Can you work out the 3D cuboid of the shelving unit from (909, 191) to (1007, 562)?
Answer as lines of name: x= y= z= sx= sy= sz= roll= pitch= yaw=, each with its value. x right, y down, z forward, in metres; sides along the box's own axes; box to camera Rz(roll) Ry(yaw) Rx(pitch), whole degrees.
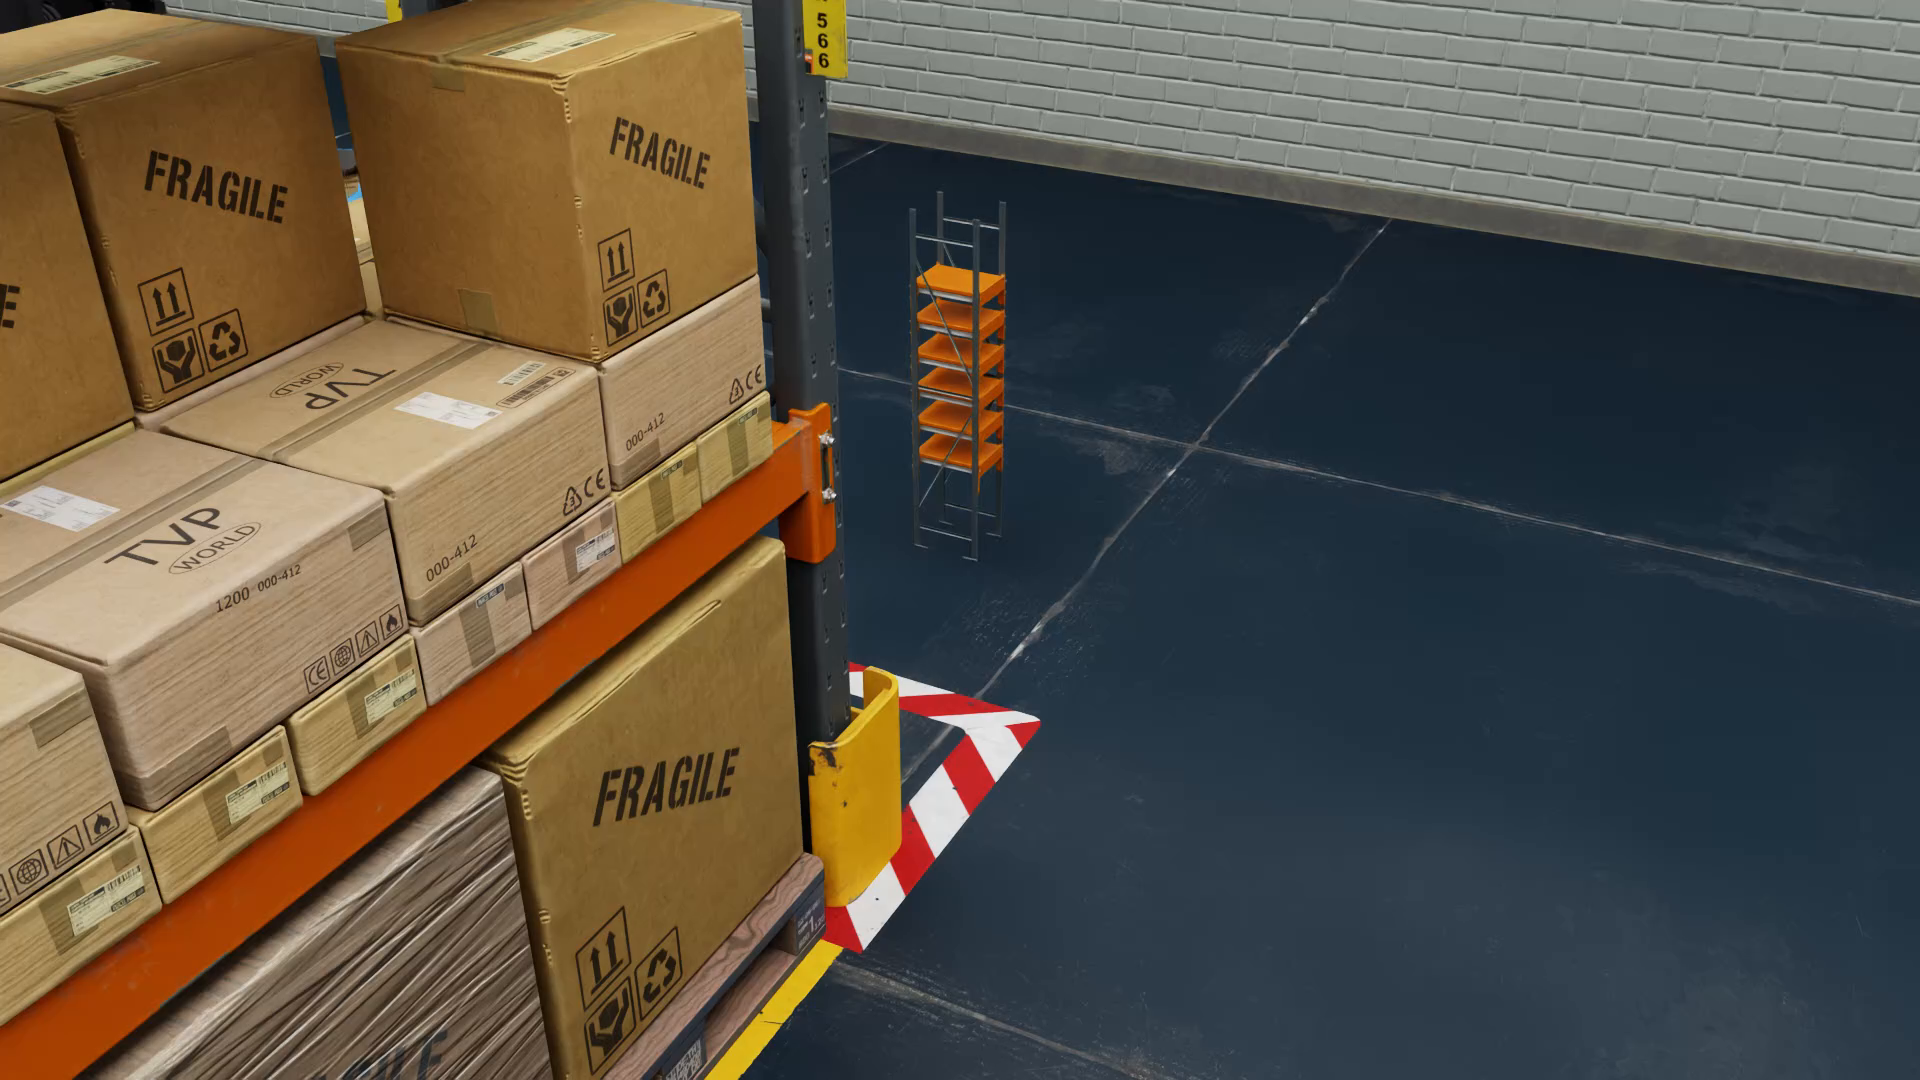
shelving unit: x=-0.007 y=-0.514 z=5.440 sx=0.258 sy=1.200 sz=0.189 roll=14 pitch=33 yaw=23

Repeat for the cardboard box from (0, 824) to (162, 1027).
cardboard box: x=-1.305 y=0.449 z=2.207 sx=0.380 sy=0.149 sz=0.250 roll=15 pitch=33 yaw=24

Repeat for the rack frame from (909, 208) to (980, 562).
rack frame: x=-0.048 y=-0.473 z=5.369 sx=0.240 sy=1.200 sz=0.006 roll=14 pitch=33 yaw=23

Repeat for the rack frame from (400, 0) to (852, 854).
rack frame: x=-0.739 y=-0.570 z=3.730 sx=1.000 sy=3.000 sz=0.127 roll=14 pitch=33 yaw=23

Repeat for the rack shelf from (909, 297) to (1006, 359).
rack shelf: x=-0.007 y=-0.683 z=5.343 sx=0.258 sy=0.103 sz=0.180 roll=14 pitch=33 yaw=23

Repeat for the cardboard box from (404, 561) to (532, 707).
cardboard box: x=-0.956 y=0.109 z=2.800 sx=0.380 sy=0.149 sz=0.250 roll=15 pitch=33 yaw=24

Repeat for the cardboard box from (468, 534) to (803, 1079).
cardboard box: x=-0.960 y=0.471 z=3.629 sx=0.875 sy=0.875 sz=0.875 roll=14 pitch=33 yaw=23

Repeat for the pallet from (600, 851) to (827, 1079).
pallet: x=-1.034 y=1.012 z=3.776 sx=1.003 sy=0.211 sz=1.213 roll=14 pitch=33 yaw=23

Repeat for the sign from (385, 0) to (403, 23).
sign: x=-1.231 y=-1.108 z=3.718 sx=0.100 sy=0.325 sz=0.005 roll=14 pitch=33 yaw=23

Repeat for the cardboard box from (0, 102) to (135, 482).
cardboard box: x=-1.657 y=-0.355 z=2.454 sx=0.500 sy=0.500 sz=0.500 roll=13 pitch=32 yaw=22

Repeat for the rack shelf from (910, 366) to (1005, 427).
rack shelf: x=-0.007 y=-0.475 z=5.462 sx=0.258 sy=0.103 sz=0.180 roll=14 pitch=33 yaw=23

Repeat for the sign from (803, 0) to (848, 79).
sign: x=-0.262 y=-1.045 z=3.157 sx=0.100 sy=0.325 sz=0.005 roll=14 pitch=33 yaw=23

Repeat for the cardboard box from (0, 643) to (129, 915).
cardboard box: x=-1.421 y=0.324 z=2.026 sx=0.500 sy=0.250 sz=0.500 roll=14 pitch=33 yaw=23

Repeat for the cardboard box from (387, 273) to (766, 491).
cardboard box: x=-0.724 y=-0.359 z=3.214 sx=0.500 sy=0.250 sz=0.500 roll=14 pitch=33 yaw=23

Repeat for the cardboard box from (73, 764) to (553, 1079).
cardboard box: x=-1.374 y=0.875 z=2.926 sx=0.875 sy=0.875 sz=0.875 roll=14 pitch=33 yaw=23

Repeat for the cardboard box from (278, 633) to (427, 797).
cardboard box: x=-1.072 y=0.225 z=2.598 sx=0.380 sy=0.149 sz=0.250 roll=14 pitch=33 yaw=22

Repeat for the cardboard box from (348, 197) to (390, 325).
cardboard box: x=-1.198 y=-0.482 z=3.429 sx=0.500 sy=0.250 sz=0.500 roll=13 pitch=32 yaw=22

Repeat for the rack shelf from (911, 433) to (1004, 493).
rack shelf: x=-0.007 y=-0.267 z=5.582 sx=0.258 sy=0.103 sz=0.180 roll=14 pitch=33 yaw=23

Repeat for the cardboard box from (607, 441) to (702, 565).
cardboard box: x=-0.725 y=-0.113 z=3.186 sx=0.380 sy=0.149 sz=0.250 roll=15 pitch=33 yaw=24

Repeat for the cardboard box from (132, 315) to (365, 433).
cardboard box: x=-1.429 y=-0.250 z=3.025 sx=0.500 sy=0.250 sz=0.500 roll=14 pitch=33 yaw=23

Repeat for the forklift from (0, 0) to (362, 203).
forklift: x=-3.498 y=-1.572 z=5.544 sx=3.031 sy=2.935 sz=1.130 roll=2 pitch=30 yaw=3

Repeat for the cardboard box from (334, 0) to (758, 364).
cardboard box: x=-0.727 y=-0.683 z=3.026 sx=0.500 sy=0.500 sz=0.500 roll=15 pitch=33 yaw=24

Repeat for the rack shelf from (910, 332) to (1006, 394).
rack shelf: x=-0.007 y=-0.579 z=5.402 sx=0.258 sy=0.103 sz=0.180 roll=14 pitch=33 yaw=23

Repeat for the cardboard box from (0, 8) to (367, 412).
cardboard box: x=-1.426 y=-0.586 z=2.857 sx=0.500 sy=0.500 sz=0.500 roll=13 pitch=33 yaw=22

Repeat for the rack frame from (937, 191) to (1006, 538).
rack frame: x=0.035 y=-0.554 z=5.511 sx=0.240 sy=1.200 sz=0.006 roll=14 pitch=33 yaw=23

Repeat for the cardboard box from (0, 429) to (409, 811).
cardboard box: x=-1.187 y=0.092 z=2.430 sx=0.500 sy=0.250 sz=0.500 roll=13 pitch=32 yaw=22

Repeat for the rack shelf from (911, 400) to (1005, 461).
rack shelf: x=-0.007 y=-0.371 z=5.522 sx=0.258 sy=0.103 sz=0.180 roll=14 pitch=33 yaw=23

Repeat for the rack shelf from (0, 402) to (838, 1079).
rack shelf: x=-1.650 y=0.629 z=2.365 sx=1.077 sy=0.370 sz=4.000 roll=14 pitch=33 yaw=23

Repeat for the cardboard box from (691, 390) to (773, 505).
cardboard box: x=-0.608 y=-0.228 z=3.387 sx=0.380 sy=0.149 sz=0.250 roll=15 pitch=33 yaw=24

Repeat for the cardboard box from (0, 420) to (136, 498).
cardboard box: x=-1.661 y=-0.028 z=2.639 sx=0.500 sy=0.250 sz=0.500 roll=13 pitch=32 yaw=22

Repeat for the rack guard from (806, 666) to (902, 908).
rack guard: x=-0.728 y=0.504 z=4.371 sx=1.175 sy=0.500 sz=0.348 roll=14 pitch=33 yaw=23

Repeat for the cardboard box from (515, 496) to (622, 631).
cardboard box: x=-0.841 y=-0.001 z=2.992 sx=0.380 sy=0.149 sz=0.250 roll=14 pitch=33 yaw=23

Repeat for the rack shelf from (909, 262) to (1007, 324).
rack shelf: x=-0.007 y=-0.788 z=5.283 sx=0.258 sy=0.103 sz=0.180 roll=14 pitch=33 yaw=23

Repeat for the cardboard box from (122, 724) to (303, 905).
cardboard box: x=-1.190 y=0.340 z=2.398 sx=0.380 sy=0.149 sz=0.250 roll=14 pitch=33 yaw=23

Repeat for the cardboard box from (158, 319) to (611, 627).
cardboard box: x=-0.955 y=-0.134 z=2.823 sx=0.500 sy=0.250 sz=0.500 roll=14 pitch=33 yaw=22
